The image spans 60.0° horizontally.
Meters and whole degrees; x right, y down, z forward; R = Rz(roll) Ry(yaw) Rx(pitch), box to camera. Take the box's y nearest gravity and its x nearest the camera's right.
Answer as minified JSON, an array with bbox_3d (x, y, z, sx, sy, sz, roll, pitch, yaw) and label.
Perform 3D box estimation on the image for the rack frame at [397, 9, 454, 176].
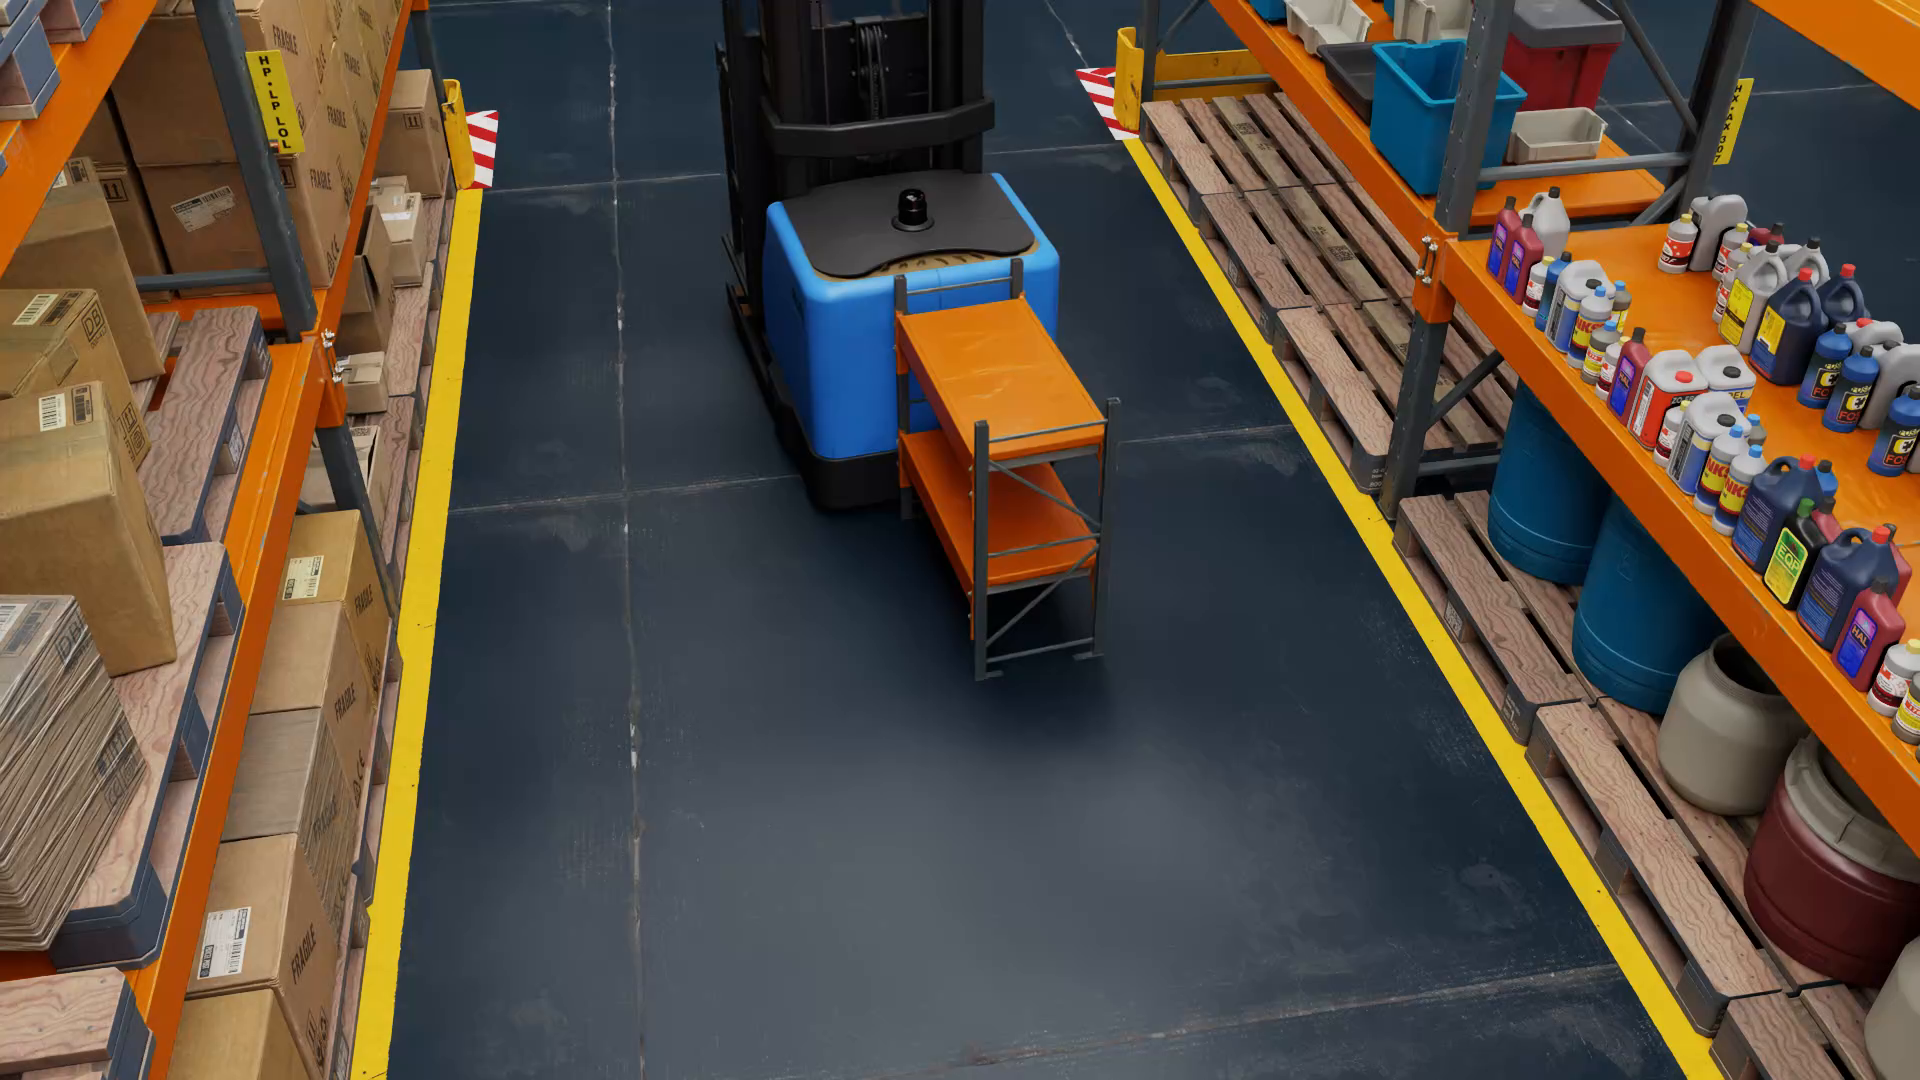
[{"bbox_3d":[-3.336,-3.231,8.464,1.000,3.000,0.127,-6,38,-8],"label":"rack frame"}]

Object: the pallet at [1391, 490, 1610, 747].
[{"bbox_3d":[2.337,0.226,6.287,1.003,0.211,1.213,-6,38,-8],"label":"pallet"}]

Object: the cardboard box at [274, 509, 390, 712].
[{"bbox_3d":[-2.266,0.265,5.642,0.500,0.500,0.500,-6,38,-8],"label":"cardboard box"}]

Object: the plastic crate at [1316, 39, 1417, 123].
[{"bbox_3d":[1.782,-1.908,6.936,0.437,0.125,0.590,-6,38,-8],"label":"plastic crate"}]

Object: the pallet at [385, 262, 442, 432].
[{"bbox_3d":[-2.971,-0.867,7.695,1.003,0.211,1.213,-6,38,-8],"label":"pallet"}]

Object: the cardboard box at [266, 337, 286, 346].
[{"bbox_3d":[-3.145,-0.694,7.031,0.500,0.311,0.500,-6,38,-8],"label":"cardboard box"}]

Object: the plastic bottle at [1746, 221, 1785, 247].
[{"bbox_3d":[2.716,-0.962,5.638,0.061,0.283,0.133,-6,38,-8],"label":"plastic bottle"}]

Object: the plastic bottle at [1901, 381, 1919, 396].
[{"bbox_3d":[2.853,-0.390,4.970,0.097,0.201,0.097,0,38,0],"label":"plastic bottle"}]

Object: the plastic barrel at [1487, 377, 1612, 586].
[{"bbox_3d":[2.321,-0.353,6.127,0.600,0.901,0.708,-6,38,-8],"label":"plastic barrel"}]

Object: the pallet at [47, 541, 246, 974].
[{"bbox_3d":[-2.279,0.502,3.815,1.003,0.211,1.213,-6,38,-8],"label":"pallet"}]

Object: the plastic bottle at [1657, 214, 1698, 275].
[{"bbox_3d":[2.511,-1.039,5.805,0.097,0.201,0.097,0,38,0],"label":"plastic bottle"}]

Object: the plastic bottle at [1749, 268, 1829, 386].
[{"bbox_3d":[2.617,-0.679,5.220,0.144,0.351,0.185,-6,38,-8],"label":"plastic bottle"}]

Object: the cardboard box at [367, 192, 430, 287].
[{"bbox_3d":[-2.861,-1.440,8.042,0.500,0.250,0.500,-6,38,-8],"label":"cardboard box"}]

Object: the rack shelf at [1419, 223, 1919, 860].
[{"bbox_3d":[2.593,0.146,4.703,1.077,0.370,4.000,-6,38,-8],"label":"rack shelf"}]

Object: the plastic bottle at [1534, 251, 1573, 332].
[{"bbox_3d":[1.966,-0.821,5.466,0.097,0.271,0.097,0,38,0],"label":"plastic bottle"}]

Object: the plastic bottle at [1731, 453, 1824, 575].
[{"bbox_3d":[2.210,-0.092,4.464,0.144,0.351,0.185,-6,38,-8],"label":"plastic bottle"}]

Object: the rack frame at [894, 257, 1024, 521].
[{"bbox_3d":[-0.003,-0.575,6.573,0.500,1.125,0.032,-10,39,-13],"label":"rack frame"}]

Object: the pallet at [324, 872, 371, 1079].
[{"bbox_3d":[-2.237,1.512,4.632,1.003,0.211,1.213,-6,38,-8],"label":"pallet"}]

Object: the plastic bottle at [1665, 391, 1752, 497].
[{"bbox_3d":[2.152,-0.277,4.763,0.152,0.276,0.135,-6,38,-8],"label":"plastic bottle"}]

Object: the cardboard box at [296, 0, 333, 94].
[{"bbox_3d":[-2.531,-1.876,5.823,0.500,0.500,0.500,-7,38,-9],"label":"cardboard box"}]

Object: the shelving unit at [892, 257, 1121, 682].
[{"bbox_3d":[0.143,-0.276,6.189,0.538,1.125,1.048,-10,39,-13],"label":"shelving unit"}]

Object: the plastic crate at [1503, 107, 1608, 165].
[{"bbox_3d":[2.302,-1.562,6.481,0.396,0.136,0.243,-6,38,-8],"label":"plastic crate"}]

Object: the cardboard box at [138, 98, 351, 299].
[{"bbox_3d":[-2.456,-1.192,5.758,0.500,0.500,0.500,-5,38,-7],"label":"cardboard box"}]

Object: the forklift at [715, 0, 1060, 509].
[{"bbox_3d":[-0.508,-2.193,7.184,1.130,2.935,3.031,-10,39,-13],"label":"forklift"}]

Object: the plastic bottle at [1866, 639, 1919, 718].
[{"bbox_3d":[2.291,0.328,4.045,0.097,0.201,0.097,0,38,0],"label":"plastic bottle"}]

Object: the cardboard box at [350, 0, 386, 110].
[{"bbox_3d":[-2.725,-2.110,6.940,0.500,0.500,0.500,-7,38,-9],"label":"cardboard box"}]

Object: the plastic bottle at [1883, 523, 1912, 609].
[{"bbox_3d":[2.362,0.100,4.271,0.061,0.283,0.133,-6,38,-8],"label":"plastic bottle"}]

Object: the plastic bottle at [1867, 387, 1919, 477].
[{"bbox_3d":[2.727,-0.320,4.822,0.097,0.271,0.097,0,38,0],"label":"plastic bottle"}]

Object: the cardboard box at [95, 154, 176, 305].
[{"bbox_3d":[-2.975,-1.129,5.677,0.500,0.500,0.500,-6,38,-7],"label":"cardboard box"}]

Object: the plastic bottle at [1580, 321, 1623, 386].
[{"bbox_3d":[2.023,-0.594,5.232,0.097,0.201,0.097,0,38,0],"label":"plastic bottle"}]

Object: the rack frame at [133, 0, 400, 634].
[{"bbox_3d":[-2.635,-0.815,5.355,1.000,3.000,0.127,-6,38,-8],"label":"rack frame"}]

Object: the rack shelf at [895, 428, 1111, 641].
[{"bbox_3d":[0.143,-0.083,6.339,0.538,0.278,1.000,-10,39,-13],"label":"rack shelf"}]

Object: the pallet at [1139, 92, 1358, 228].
[{"bbox_3d":[1.648,-2.158,9.356,1.003,0.211,1.213,-6,38,-8],"label":"pallet"}]

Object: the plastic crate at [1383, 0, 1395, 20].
[{"bbox_3d":[2.154,-2.507,7.619,0.416,0.233,0.300,-6,38,-8],"label":"plastic crate"}]

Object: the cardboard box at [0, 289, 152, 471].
[{"bbox_3d":[-2.589,-0.302,4.270,0.700,0.500,0.500,-1,38,-1],"label":"cardboard box"}]

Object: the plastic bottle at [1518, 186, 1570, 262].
[{"bbox_3d":[1.993,-1.054,5.703,0.144,0.351,0.185,-6,38,-8],"label":"plastic bottle"}]

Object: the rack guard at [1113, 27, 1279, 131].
[{"bbox_3d":[1.525,-2.788,9.931,1.175,0.500,0.348,-6,38,-8],"label":"rack guard"}]

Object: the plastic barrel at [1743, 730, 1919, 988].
[{"bbox_3d":[2.644,0.881,4.794,0.600,0.588,0.708,-6,38,-8],"label":"plastic barrel"}]

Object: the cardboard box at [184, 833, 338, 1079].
[{"bbox_3d":[-2.009,1.175,4.472,0.500,0.500,0.500,-7,38,-9],"label":"cardboard box"}]

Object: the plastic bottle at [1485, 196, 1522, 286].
[{"bbox_3d":[1.887,-1.032,5.729,0.061,0.283,0.133,-6,38,-8],"label":"plastic bottle"}]

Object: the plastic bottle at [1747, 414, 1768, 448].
[{"bbox_3d":[2.271,-0.272,4.817,0.097,0.201,0.097,0,38,0],"label":"plastic bottle"}]

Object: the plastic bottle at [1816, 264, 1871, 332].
[{"bbox_3d":[2.759,-0.695,5.239,0.144,0.351,0.185,-6,38,-8],"label":"plastic bottle"}]
